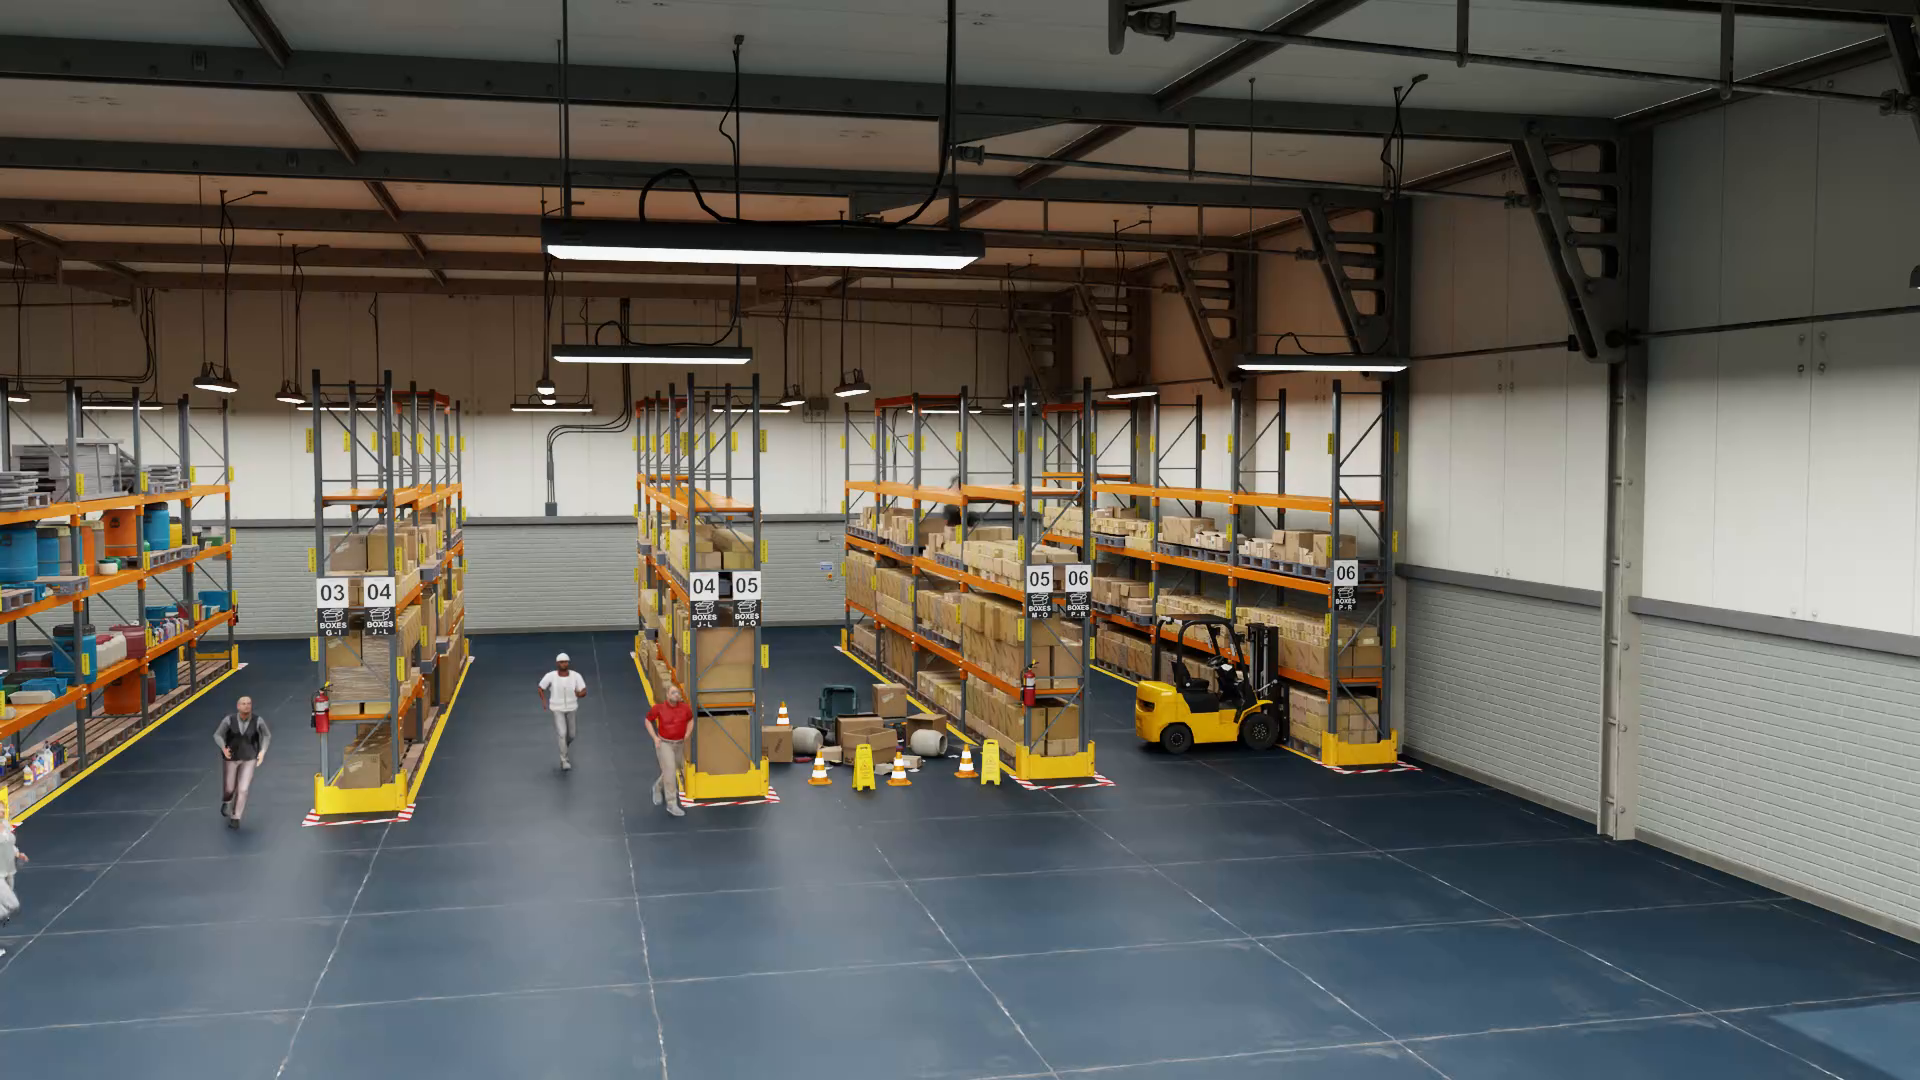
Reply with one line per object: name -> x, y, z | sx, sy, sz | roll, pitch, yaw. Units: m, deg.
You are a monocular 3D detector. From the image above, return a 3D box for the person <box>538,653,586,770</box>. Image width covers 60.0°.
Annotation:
person -> -6.141, 2.627, 25.767 | 0.711, 1.748, 0.954 | -2, 4, -26

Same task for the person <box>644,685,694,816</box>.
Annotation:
person -> -3.923, 2.812, 22.611 | 0.654, 1.722, 0.926 | -3, 4, -40

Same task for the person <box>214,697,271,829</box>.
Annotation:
person -> -9.471, 2.909, 21.978 | 0.701, 1.698, 0.727 | -2, 4, -25

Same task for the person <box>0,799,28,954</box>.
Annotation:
person -> -9.345, 3.289, 16.186 | 0.538, 1.546, 0.508 | 0, 3, 6
